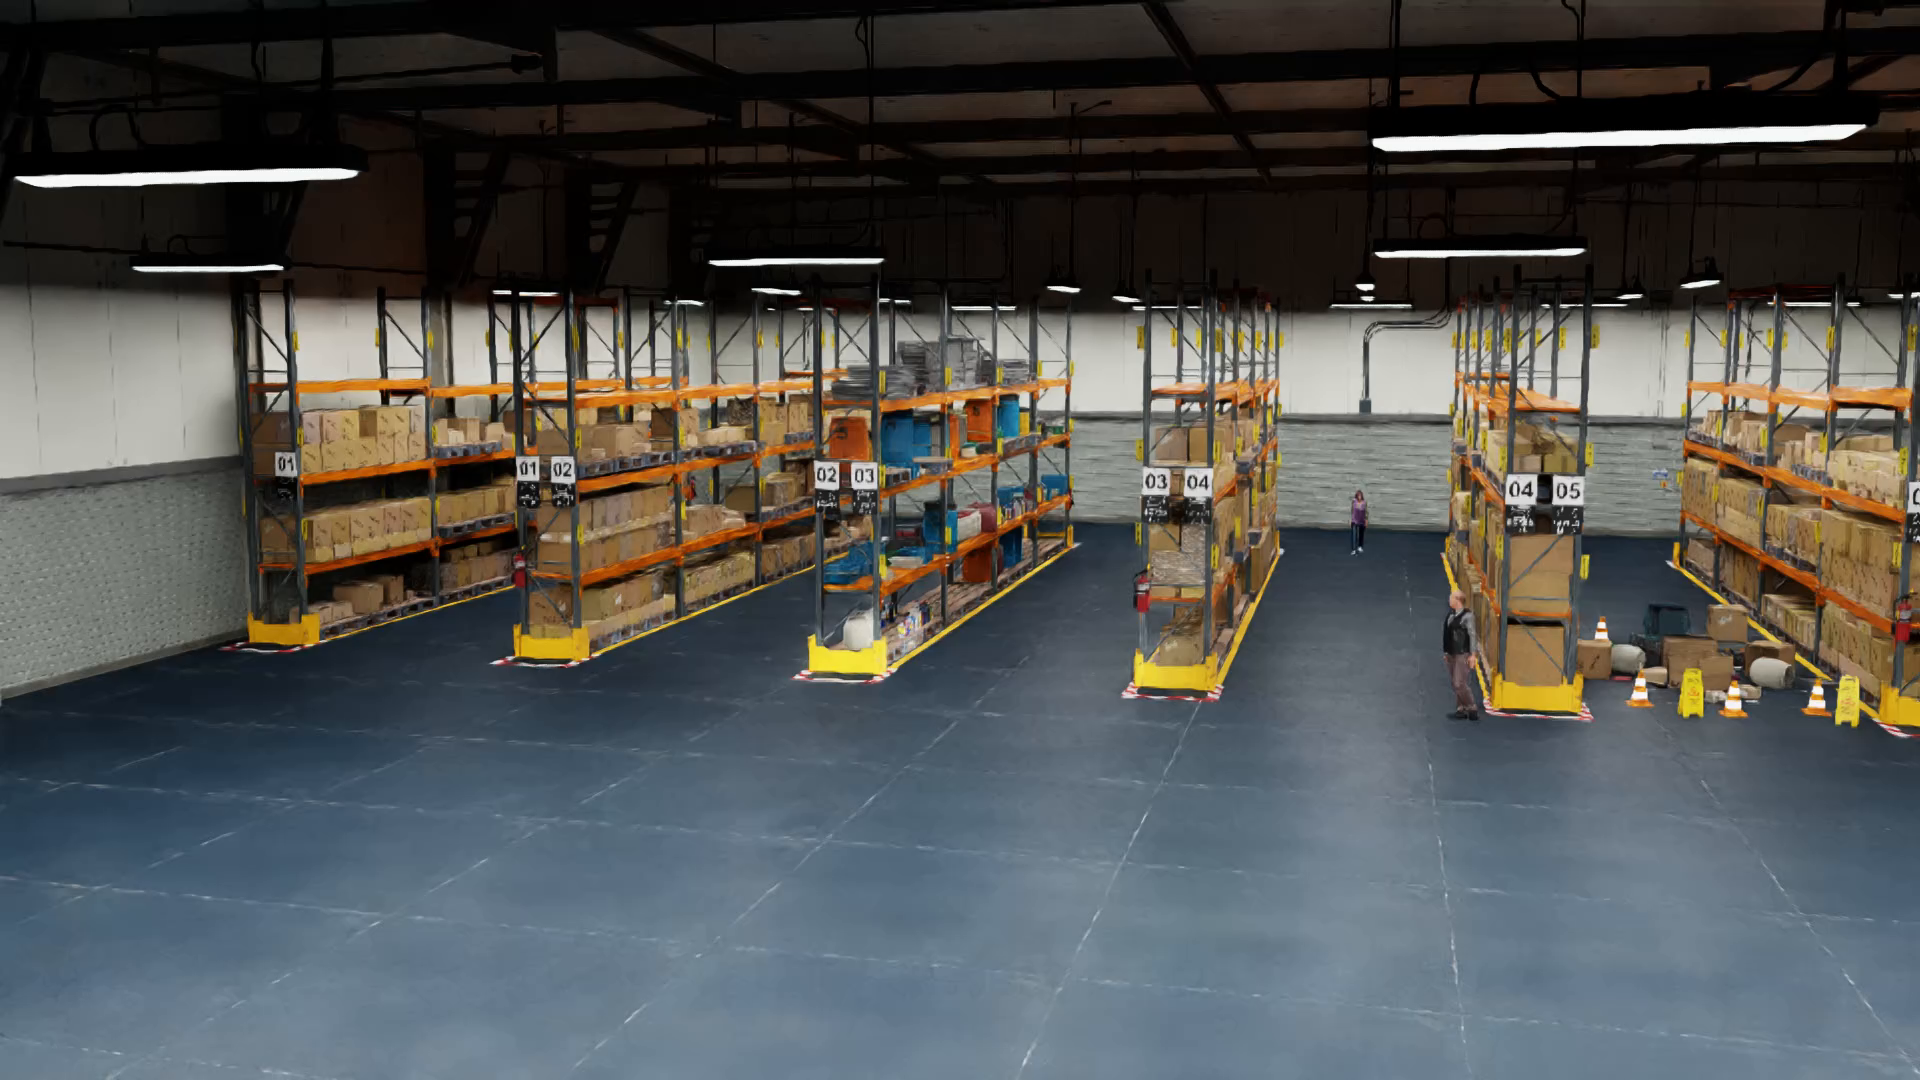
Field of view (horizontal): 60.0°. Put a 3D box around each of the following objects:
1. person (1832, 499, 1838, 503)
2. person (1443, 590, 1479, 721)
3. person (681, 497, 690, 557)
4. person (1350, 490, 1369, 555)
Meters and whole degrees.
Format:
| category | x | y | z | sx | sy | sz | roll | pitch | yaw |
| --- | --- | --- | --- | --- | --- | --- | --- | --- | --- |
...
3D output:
| category | x | y | z | sx | sy | sz | roll | pitch | yaw |
| --- | --- | --- | --- | --- | --- | --- | --- | --- | --- |
| person | 19.836 | -0.335 | 37.862 | 0.688 | 1.620 | 0.518 | -2 | 7 | -13 |
| person | 6.618 | 1.515 | 21.959 | 0.398 | 1.715 | 0.643 | -2 | 7 | -17 |
| person | -5.905 | -0.074 | 35.358 | 0.573 | 1.667 | 0.543 | -6 | 9 | -43 |
| person | 9.354 | -0.430 | 38.940 | 0.415 | 1.517 | 1.041 | 1 | 7 | 11 |
